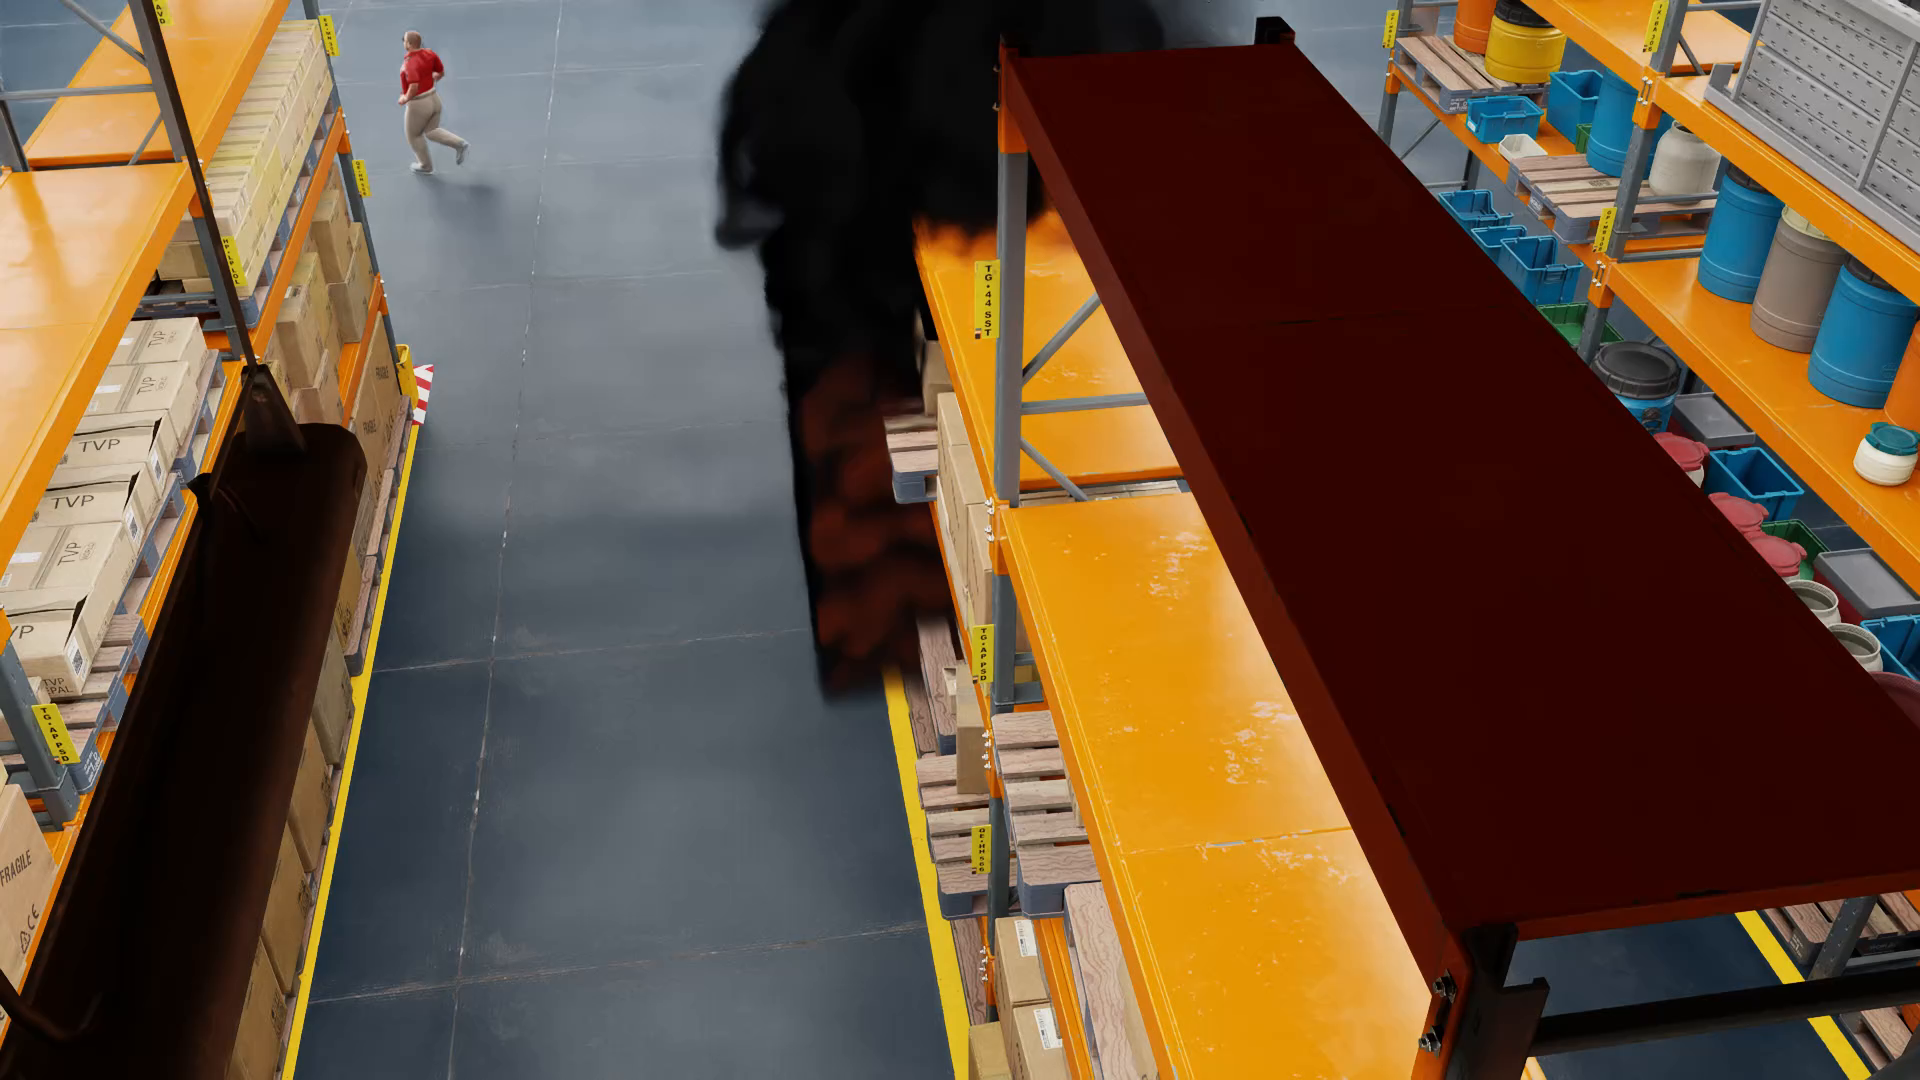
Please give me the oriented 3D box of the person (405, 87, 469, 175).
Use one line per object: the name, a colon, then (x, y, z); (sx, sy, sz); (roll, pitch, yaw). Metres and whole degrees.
person: (-6.002, -4.623, 18.887); (0.798, 1.021, 0.410); (14, 38, 18)
